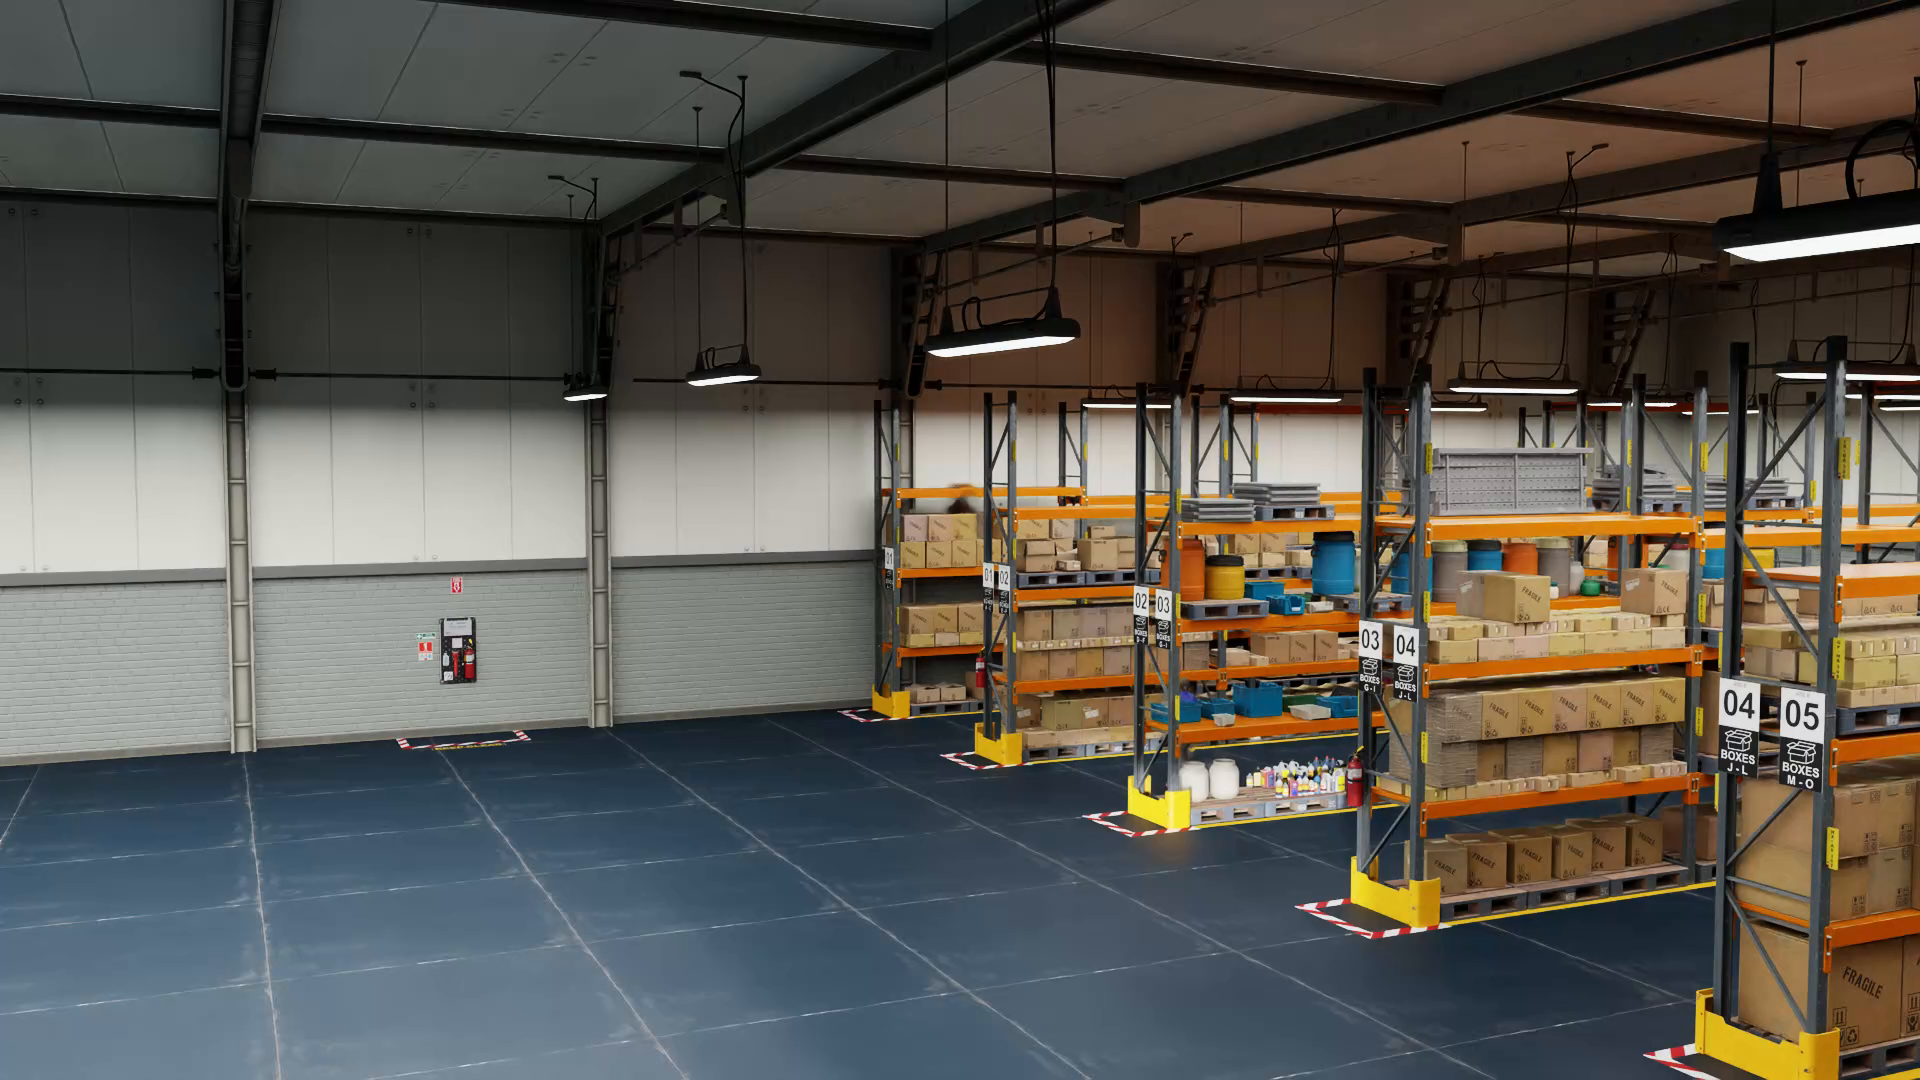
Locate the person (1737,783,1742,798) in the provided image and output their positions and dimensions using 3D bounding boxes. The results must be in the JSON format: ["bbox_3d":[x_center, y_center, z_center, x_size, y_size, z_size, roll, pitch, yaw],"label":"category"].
[{"bbox_3d":[10.470,3.012,22.494,0.479,1.681,0.486,-2,4,-28],"label":"person"}]

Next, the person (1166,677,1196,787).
[{"bbox_3d":[3.349,2.890,25.039,0.352,1.660,0.622,2,4,36],"label":"person"}]

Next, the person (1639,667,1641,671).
[{"bbox_3d":[12.090,2.572,30.030,0.472,1.681,0.374,-1,3,-16],"label":"person"}]
